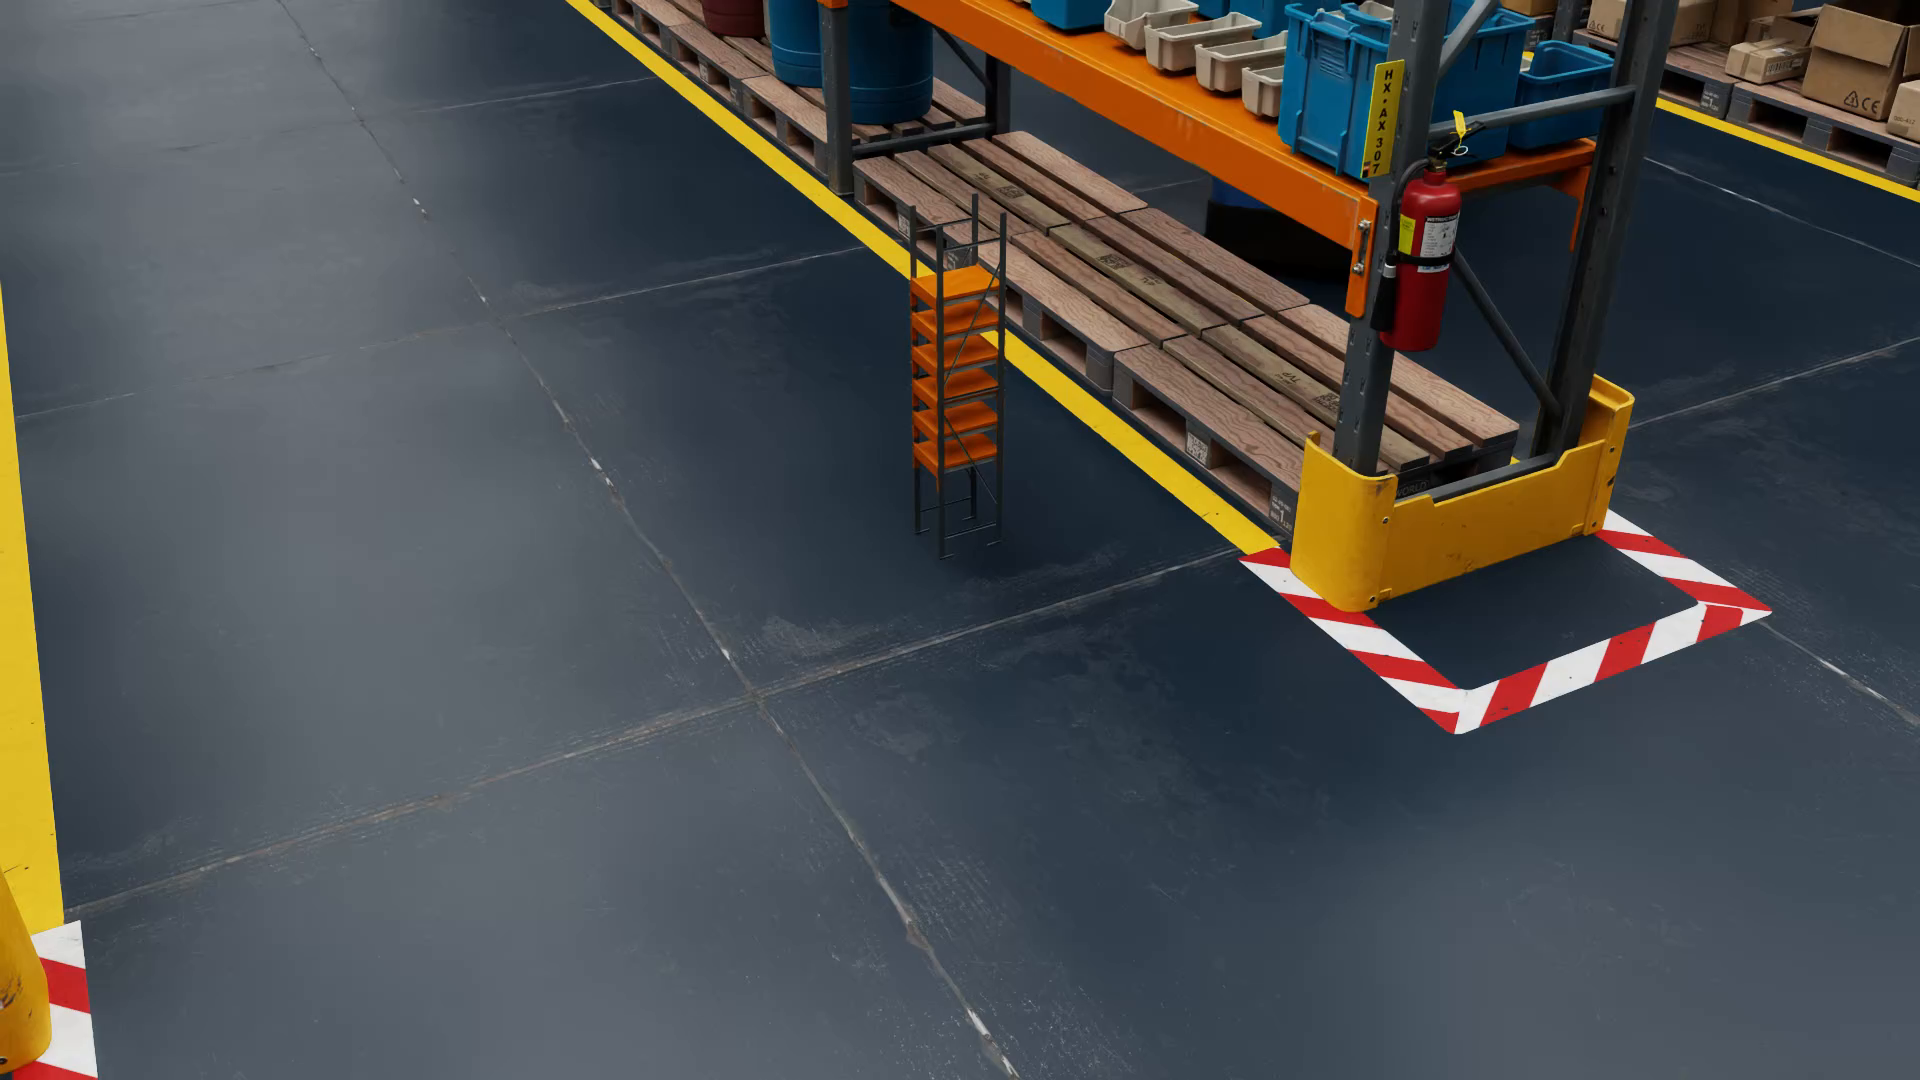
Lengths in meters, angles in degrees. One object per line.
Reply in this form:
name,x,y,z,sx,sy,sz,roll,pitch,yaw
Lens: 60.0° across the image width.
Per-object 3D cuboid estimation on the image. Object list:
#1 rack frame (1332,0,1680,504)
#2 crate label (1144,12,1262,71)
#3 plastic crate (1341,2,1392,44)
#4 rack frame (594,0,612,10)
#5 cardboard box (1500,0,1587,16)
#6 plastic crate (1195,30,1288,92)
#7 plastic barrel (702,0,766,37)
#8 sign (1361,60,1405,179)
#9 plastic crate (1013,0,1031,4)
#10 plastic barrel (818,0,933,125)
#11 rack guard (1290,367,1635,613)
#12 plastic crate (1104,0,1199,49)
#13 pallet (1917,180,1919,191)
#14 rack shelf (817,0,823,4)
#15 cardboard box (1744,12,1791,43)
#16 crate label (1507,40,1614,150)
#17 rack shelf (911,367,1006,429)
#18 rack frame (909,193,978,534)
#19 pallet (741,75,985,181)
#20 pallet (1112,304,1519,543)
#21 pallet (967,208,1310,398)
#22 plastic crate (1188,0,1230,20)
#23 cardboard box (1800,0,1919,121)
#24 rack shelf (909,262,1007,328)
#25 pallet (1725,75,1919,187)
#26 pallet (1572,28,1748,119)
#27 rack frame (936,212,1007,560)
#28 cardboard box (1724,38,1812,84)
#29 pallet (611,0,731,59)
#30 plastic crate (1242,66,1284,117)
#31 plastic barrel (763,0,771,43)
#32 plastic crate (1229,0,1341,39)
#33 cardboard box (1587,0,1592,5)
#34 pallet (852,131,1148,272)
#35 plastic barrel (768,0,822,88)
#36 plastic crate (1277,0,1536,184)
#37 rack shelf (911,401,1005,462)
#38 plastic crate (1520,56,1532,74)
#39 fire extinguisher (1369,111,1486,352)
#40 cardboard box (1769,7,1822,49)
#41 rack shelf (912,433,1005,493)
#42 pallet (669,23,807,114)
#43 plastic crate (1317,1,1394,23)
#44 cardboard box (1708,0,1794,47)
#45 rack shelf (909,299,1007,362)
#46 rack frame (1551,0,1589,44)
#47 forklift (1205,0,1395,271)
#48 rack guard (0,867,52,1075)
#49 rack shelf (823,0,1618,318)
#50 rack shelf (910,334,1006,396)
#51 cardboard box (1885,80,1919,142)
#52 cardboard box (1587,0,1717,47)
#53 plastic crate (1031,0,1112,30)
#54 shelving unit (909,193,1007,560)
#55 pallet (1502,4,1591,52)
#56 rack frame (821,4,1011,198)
rack frame,1.661,-1.252,4.923,1.000,3.000,0.127,-16,36,-23
crate label,0.847,-1.778,5.934,0.396,0.136,0.243,-16,36,-23
plastic crate,1.530,-1.721,5.756,0.416,0.233,0.300,-16,36,-23
rack frame,-2.069,-5.070,10.882,1.000,3.000,0.127,-16,36,-23
cardboard box,3.696,-3.701,10.655,0.500,0.500,0.500,-16,36,-23
plastic crate,0.998,-1.652,5.736,0.396,0.136,0.243,-16,36,-23
plastic barrel,-1.299,-3.463,10.221,0.600,0.588,0.708,-16,36,-23
sign,1.182,-1.174,4.651,0.100,0.325,0.005,-16,36,-23
plastic crate,0.345,-2.361,6.709,0.437,0.282,0.530,-16,36,-23
plastic barrel,-0.442,-2.718,8.768,0.600,0.901,0.708,-16,36,-23
rack guard,1.684,-0.191,5.585,1.175,0.500,0.348,-16,36,-23
plastic crate,0.692,-1.915,6.147,0.298,0.136,0.250,-16,36,-23
pallet,5.637,-1.738,8.267,1.003,0.211,1.213,-16,36,-23
rack shelf,-1.136,-3.812,9.587,1.077,0.370,4.000,-16,36,-23
cardboard box,4.924,-3.025,9.926,0.380,0.149,0.250,-16,36,-23
crate label,1.837,-1.407,5.265,0.416,0.233,0.303,-16,36,-23
rack shelf,-0.007,-0.475,5.461,0.258,0.103,0.180,-16,36,-23
rack frame,-0.049,-0.556,5.505,0.240,1.200,0.006,-16,36,-23
pallet,-0.527,-2.365,9.246,1.003,0.211,1.213,-16,36,-23
pallet,1.311,-0.481,6.305,1.003,0.211,1.213,-16,36,-23
pallet,0.746,-1.062,7.213,1.003,0.211,1.213,-16,36,-23
plastic crate,1.083,-2.179,6.470,0.416,0.233,0.300,-16,36,-23
cardboard box,5.060,-2.644,9.002,0.797,0.503,0.637,-16,36,-23
rack shelf,-0.007,-0.778,5.267,0.258,0.103,0.180,-16,36,-23
pallet,5.072,-2.320,9.175,1.003,0.211,1.213,-16,36,-23
pallet,4.499,-2.903,10.085,1.003,0.211,1.213,-16,36,-23
rack frame,0.036,-0.468,5.369,0.240,1.200,0.006,-16,36,-23
cardboard box,4.596,-2.732,9.452,0.380,0.166,0.250,-16,36,-23
pallet,-1.664,-3.530,11.064,1.003,0.211,1.213,-16,36,-23
plastic crate,1.121,-1.510,5.515,0.396,0.136,0.243,-16,36,-23
plastic barrel,-0.957,-3.184,9.856,0.421,0.512,0.421,0,33,0
plastic crate,1.223,-2.036,6.246,0.416,0.233,0.300,-16,36,-23
cardboard box,4.170,-3.830,10.856,0.500,0.500,0.500,-18,37,-25
pallet,0.173,-1.645,8.123,1.003,0.211,1.213,-16,36,-23
plastic barrel,-0.773,-3.056,9.295,0.600,0.901,0.708,-16,36,-23
plastic crate,1.340,-1.405,5.074,0.616,0.435,0.499,-16,36,-23
rack shelf,-0.007,-0.374,5.526,0.258,0.103,0.180,-16,36,-23
plastic crate,1.761,-1.541,5.563,0.250,0.136,0.298,-16,36,-23
fire extinguisher,1.329,-0.876,4.754,0.296,0.674,0.183,-16,36,-23
cardboard box,5.046,-2.899,9.580,0.500,0.311,0.500,-16,36,-23
rack shelf,-0.007,-0.273,5.591,0.258,0.103,0.180,-16,36,-23
pallet,-1.100,-2.948,10.156,1.003,0.211,1.213,-16,36,-23
plastic crate,1.445,-1.864,6.068,0.250,0.136,0.298,-16,36,-23
cardboard box,4.696,-3.337,10.087,0.500,0.500,0.500,-16,36,-23
rack shelf,-0.007,-0.677,5.332,0.258,0.103,0.180,-16,36,-23
rack frame,4.180,-4.405,9.845,1.000,3.000,0.127,-16,36,-23
forklift,2.059,-3.193,8.018,1.130,2.935,3.031,9,34,14
rack guard,-2.709,1.058,3.635,1.175,0.500,0.348,-16,36,-23
rack shelf,0.729,-1.903,6.607,1.077,0.370,4.000,-16,36,-23
rack shelf,-0.007,-0.576,5.396,0.258,0.103,0.180,-16,36,-23
cardboard box,5.157,-2.182,8.516,0.500,0.250,0.500,-16,36,-23
cardboard box,4.184,-3.203,10.054,0.500,0.311,0.500,-16,36,-23
plastic crate,0.477,-2.122,6.381,0.416,0.233,0.300,-16,36,-23
shelving unit,-0.007,-0.512,5.437,0.258,1.200,0.189,-16,36,-23
pallet,3.767,-3.609,11.188,1.003,0.211,1.213,-16,36,-23
rack frame,-0.204,-3.161,7.903,1.000,3.000,0.127,-16,36,-23
